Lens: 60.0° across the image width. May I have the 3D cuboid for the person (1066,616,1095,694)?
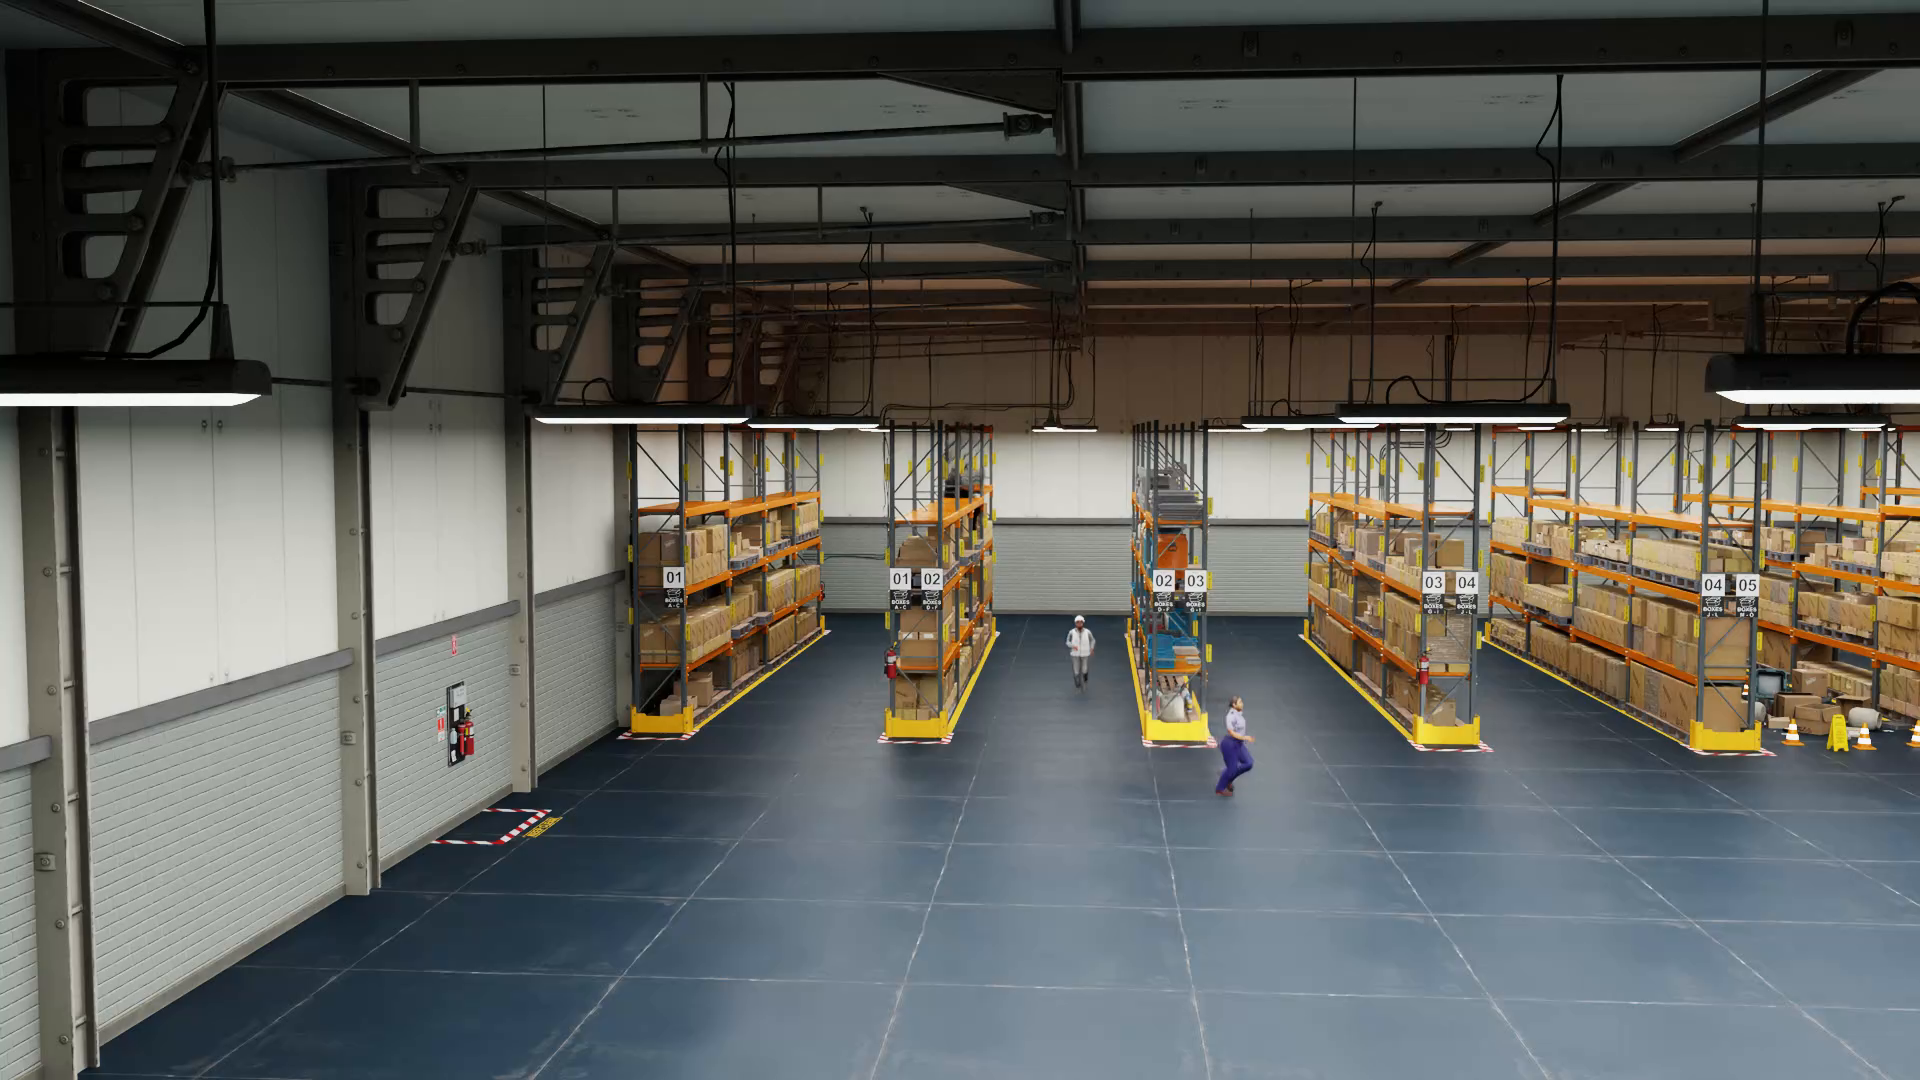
[{"bbox_3d":[2.650,2.536,36.567,0.645,1.732,0.592,0,4,4],"label":"person"}]

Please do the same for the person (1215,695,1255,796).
[{"bbox_3d":[4.368,3.257,26.307,0.657,1.590,0.585,2,4,26],"label":"person"}]
